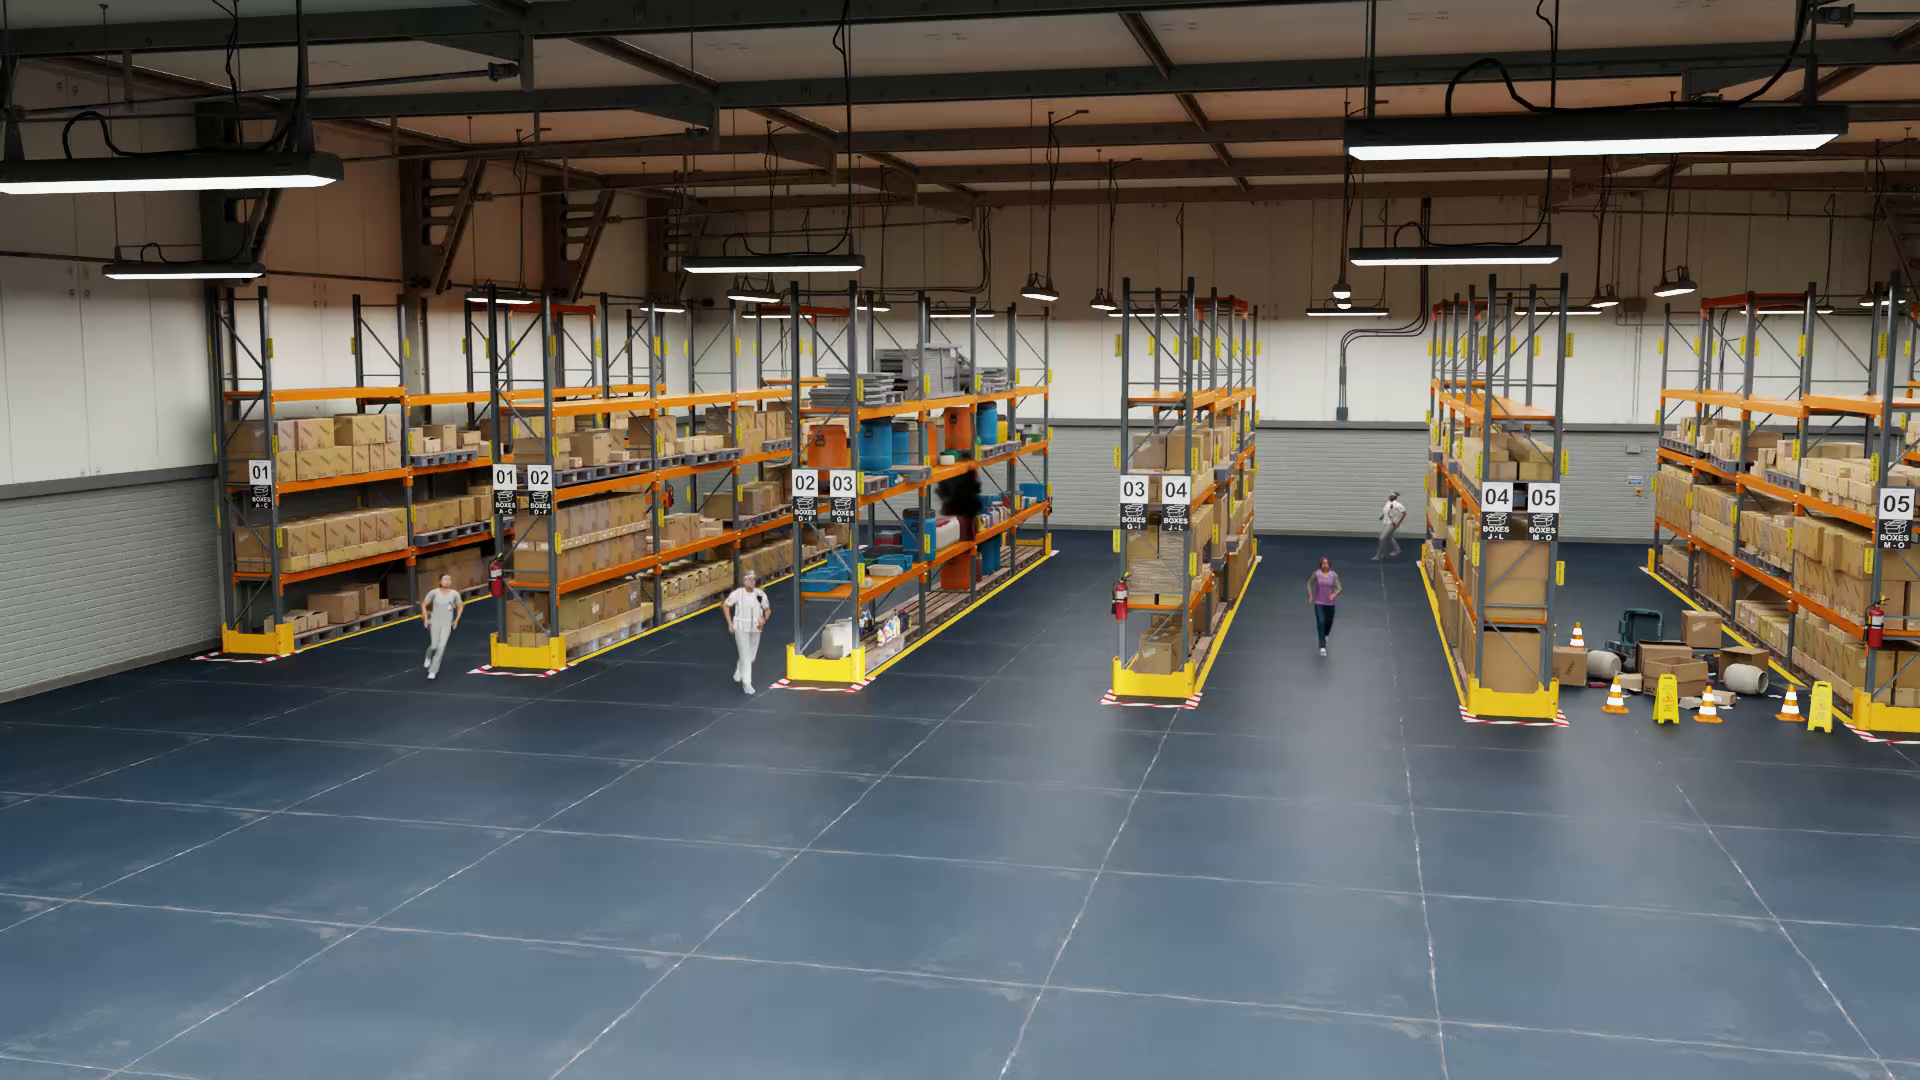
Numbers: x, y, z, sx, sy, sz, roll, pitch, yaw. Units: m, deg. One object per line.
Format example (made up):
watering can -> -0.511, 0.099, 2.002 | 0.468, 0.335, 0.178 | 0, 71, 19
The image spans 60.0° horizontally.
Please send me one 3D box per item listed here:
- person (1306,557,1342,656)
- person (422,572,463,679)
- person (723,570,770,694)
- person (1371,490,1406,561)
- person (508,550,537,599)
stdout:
person -> 5.998, 1.062, 27.417 | 0.559, 1.586, 0.844 | 1, 7, 8
person -> -7.906, 1.287, 25.458 | 0.595, 1.596, 0.568 | -3, 7, -23
person -> -3.121, 1.325, 24.575 | 0.678, 1.779, 0.885 | -3, 7, -25
person -> 10.193, -0.348, 39.387 | 0.853, 1.699, 0.668 | -2, 7, -15
person -> -7.761, 0.763, 29.645 | 0.656, 1.630, 0.970 | 1, 7, 11
